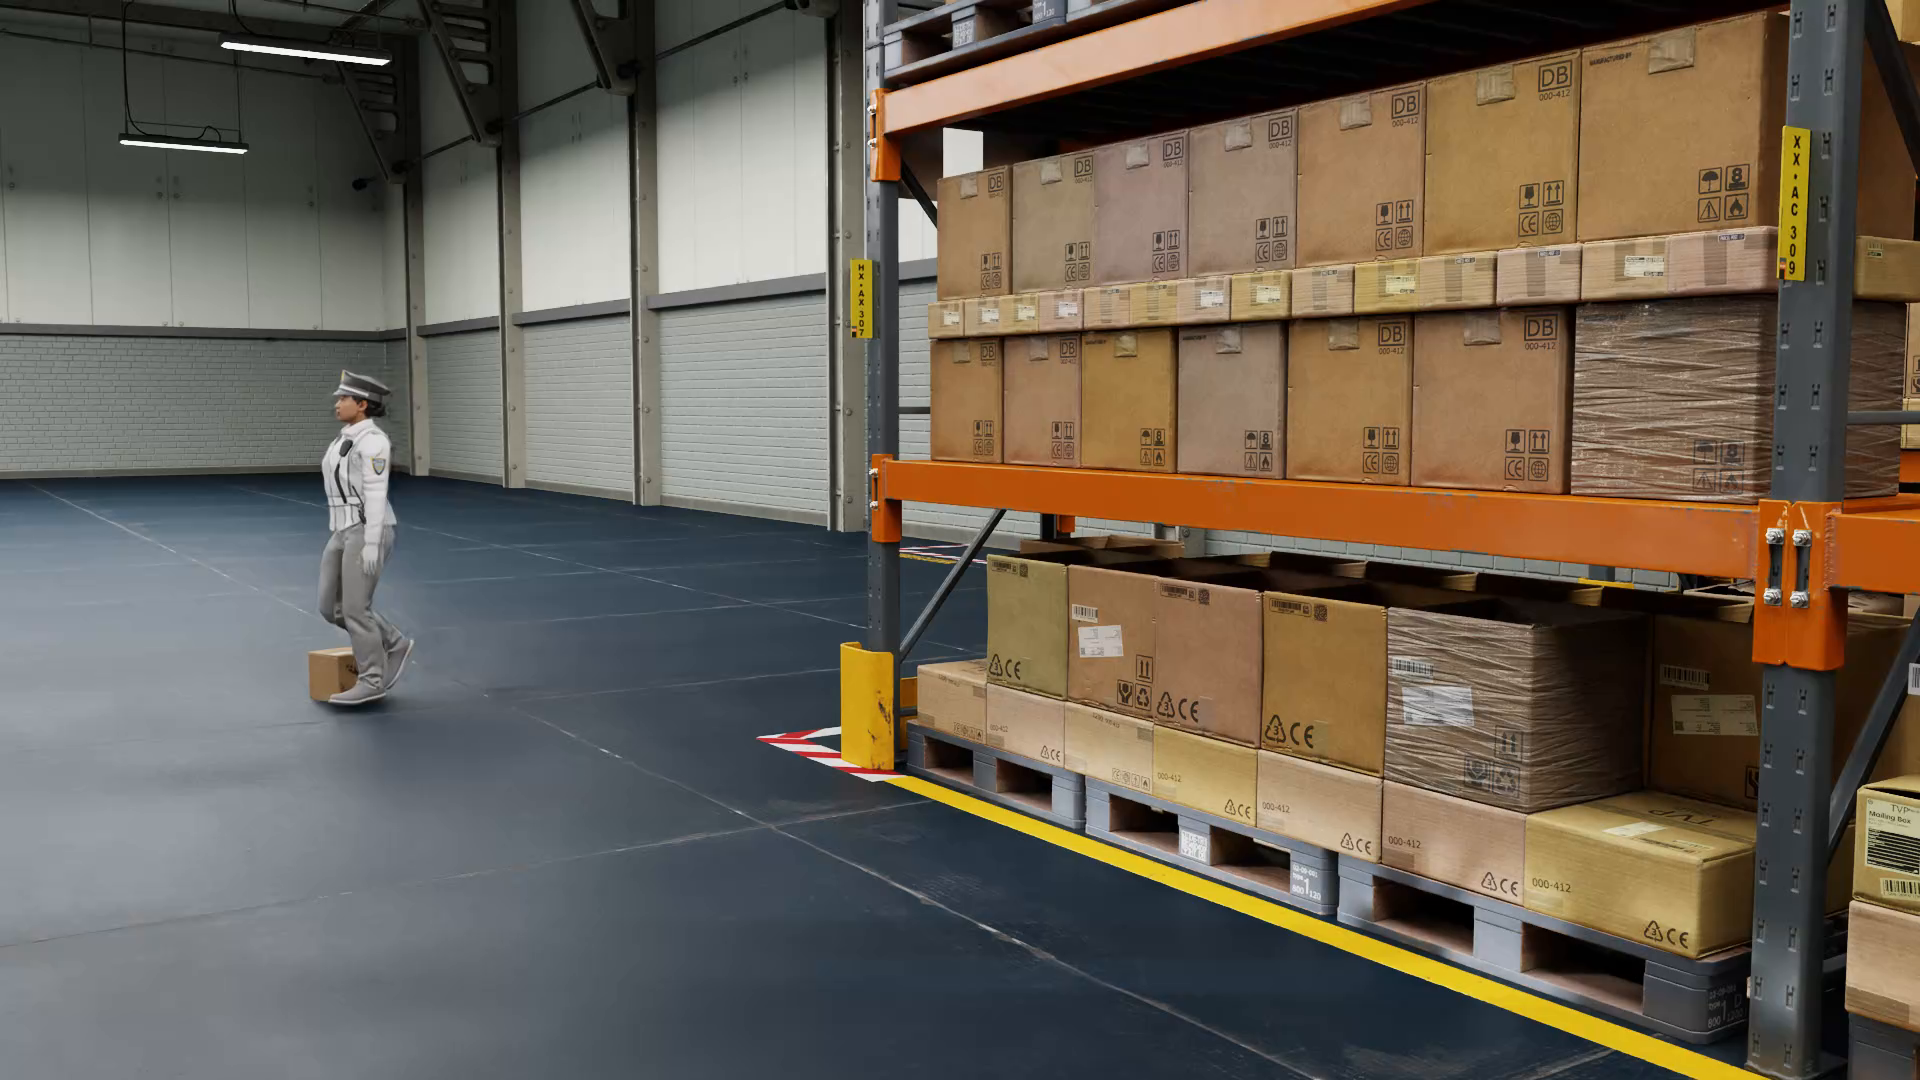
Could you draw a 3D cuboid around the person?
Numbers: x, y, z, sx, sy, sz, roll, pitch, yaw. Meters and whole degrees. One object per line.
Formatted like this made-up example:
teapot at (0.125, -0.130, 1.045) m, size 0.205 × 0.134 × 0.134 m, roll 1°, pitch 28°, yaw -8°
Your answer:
person at (-2.994, -0.021, 8.444) m, size 0.497 × 1.677 × 0.493 m, roll -4°, pitch 6°, yaw -40°
